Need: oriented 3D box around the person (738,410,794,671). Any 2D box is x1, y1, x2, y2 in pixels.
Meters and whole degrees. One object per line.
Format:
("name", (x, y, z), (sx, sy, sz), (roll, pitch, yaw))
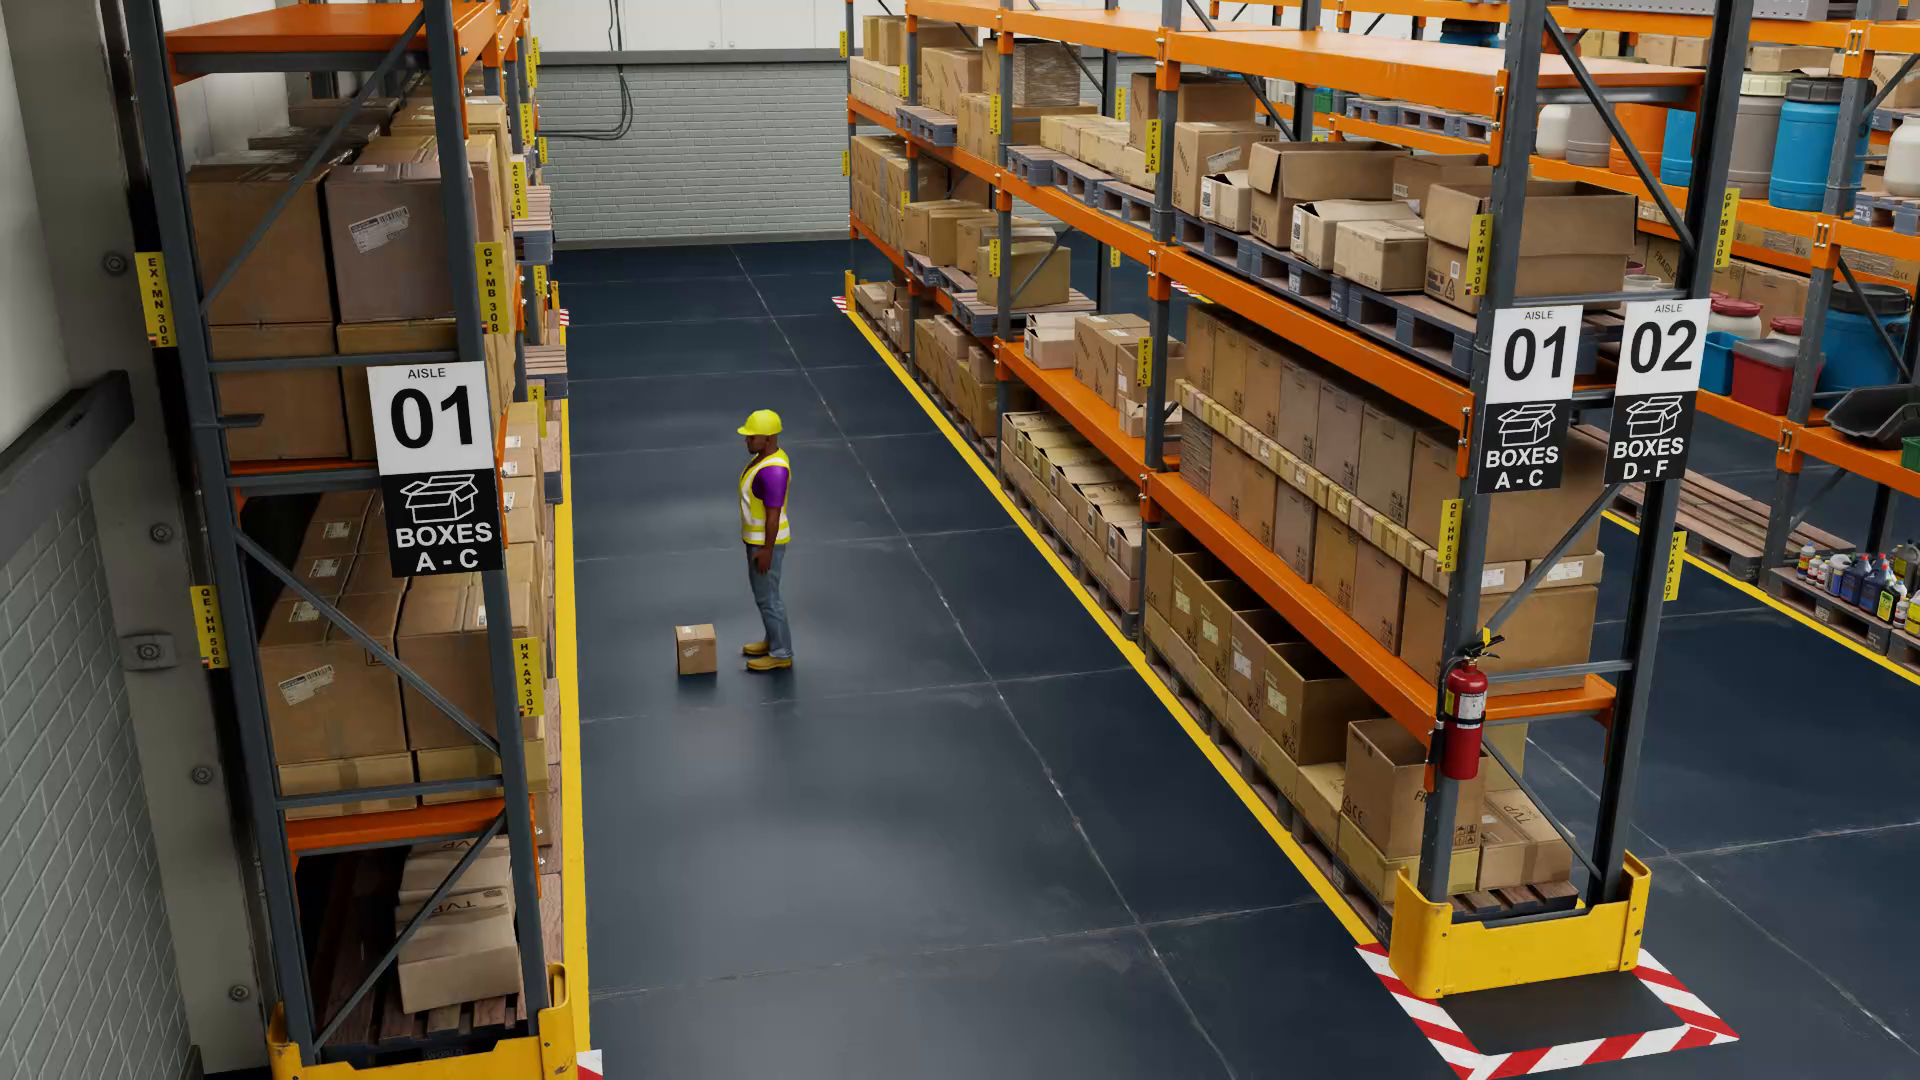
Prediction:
("person", (-1.290, -0.007, 11.057), (0.358, 1.762, 0.563), (-4, 20, -11))
